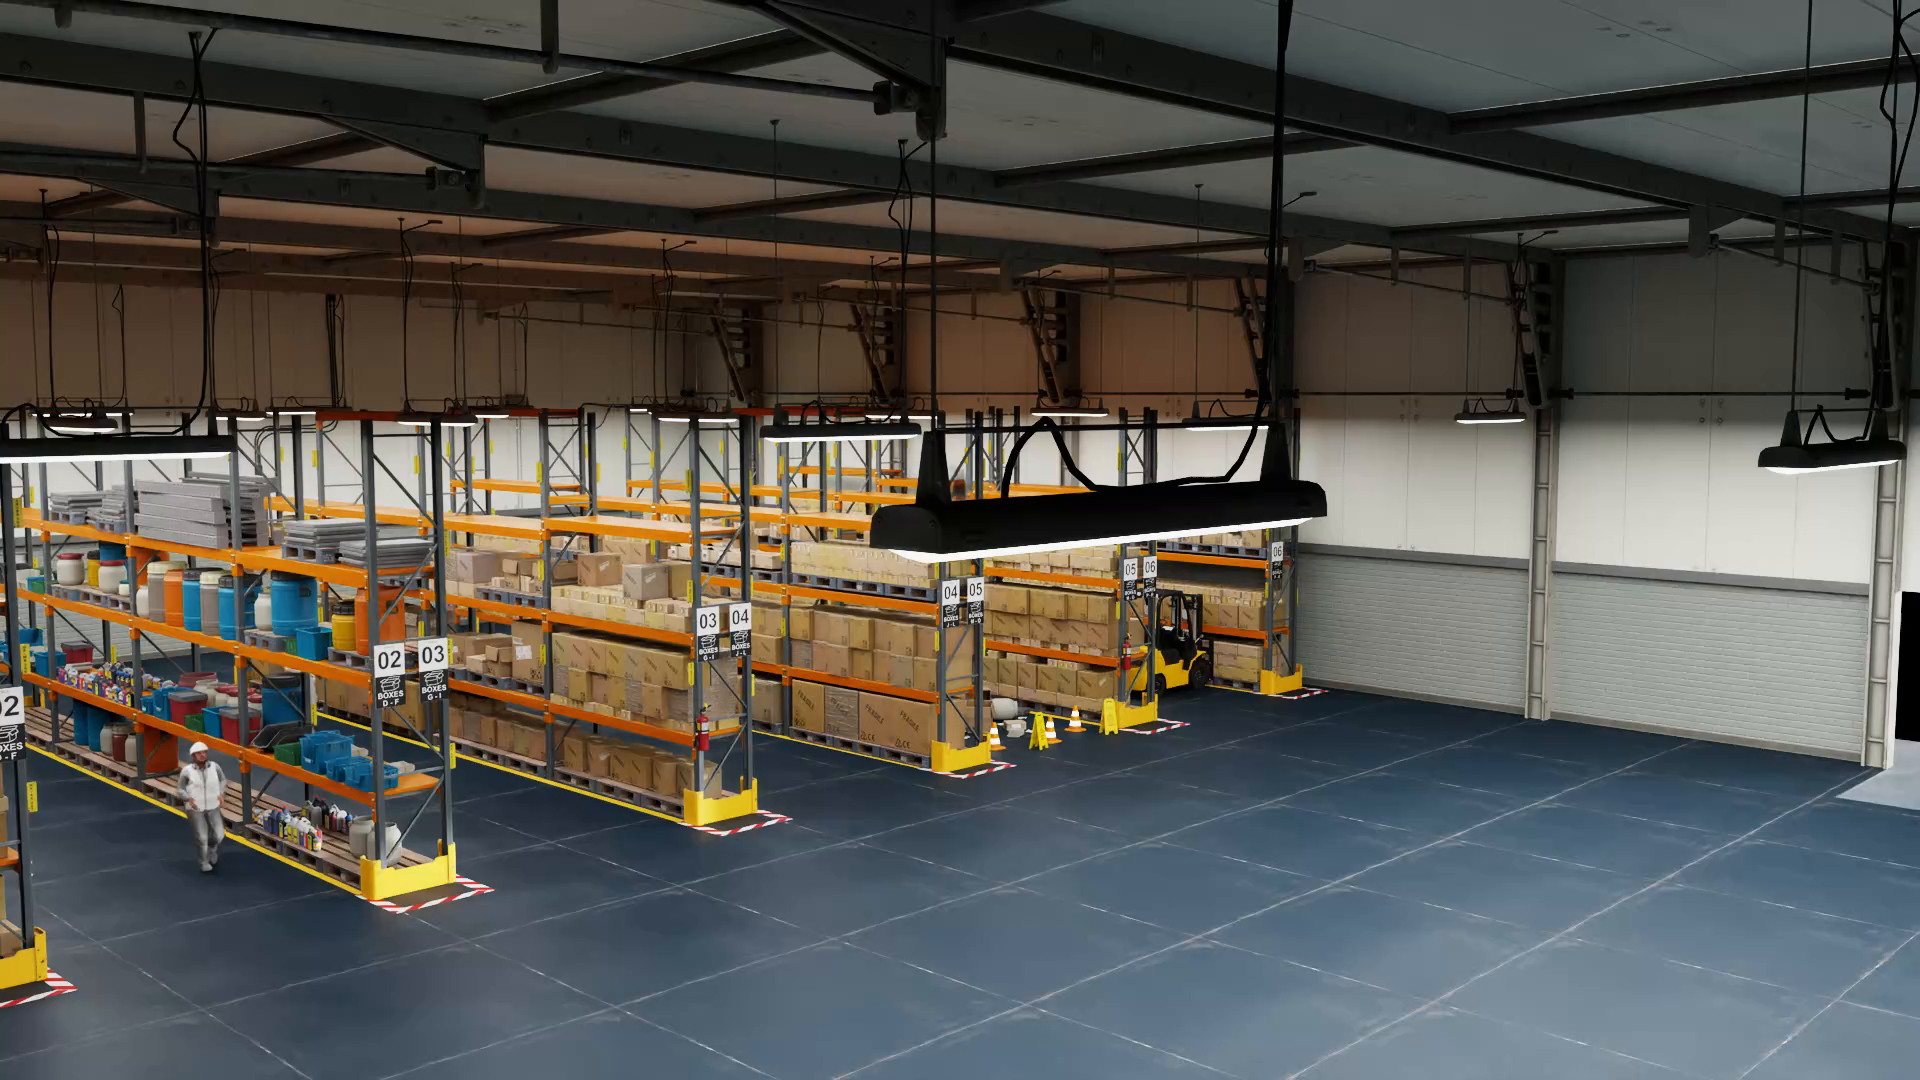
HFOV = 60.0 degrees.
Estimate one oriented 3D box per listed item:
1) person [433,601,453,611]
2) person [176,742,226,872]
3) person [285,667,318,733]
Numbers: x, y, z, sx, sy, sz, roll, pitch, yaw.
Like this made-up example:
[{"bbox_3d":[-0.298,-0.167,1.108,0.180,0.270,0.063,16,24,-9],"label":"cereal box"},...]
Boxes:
[{"bbox_3d":[-12.509,1.968,40.157,0.575,1.703,0.727,1,5,8],"label":"person"},{"bbox_3d":[-9.964,3.521,21.928,0.636,1.726,0.572,-4,6,-36],"label":"person"},{"bbox_3d":[-12.274,2.736,31.022,0.814,1.790,0.672,4,6,37],"label":"person"}]
